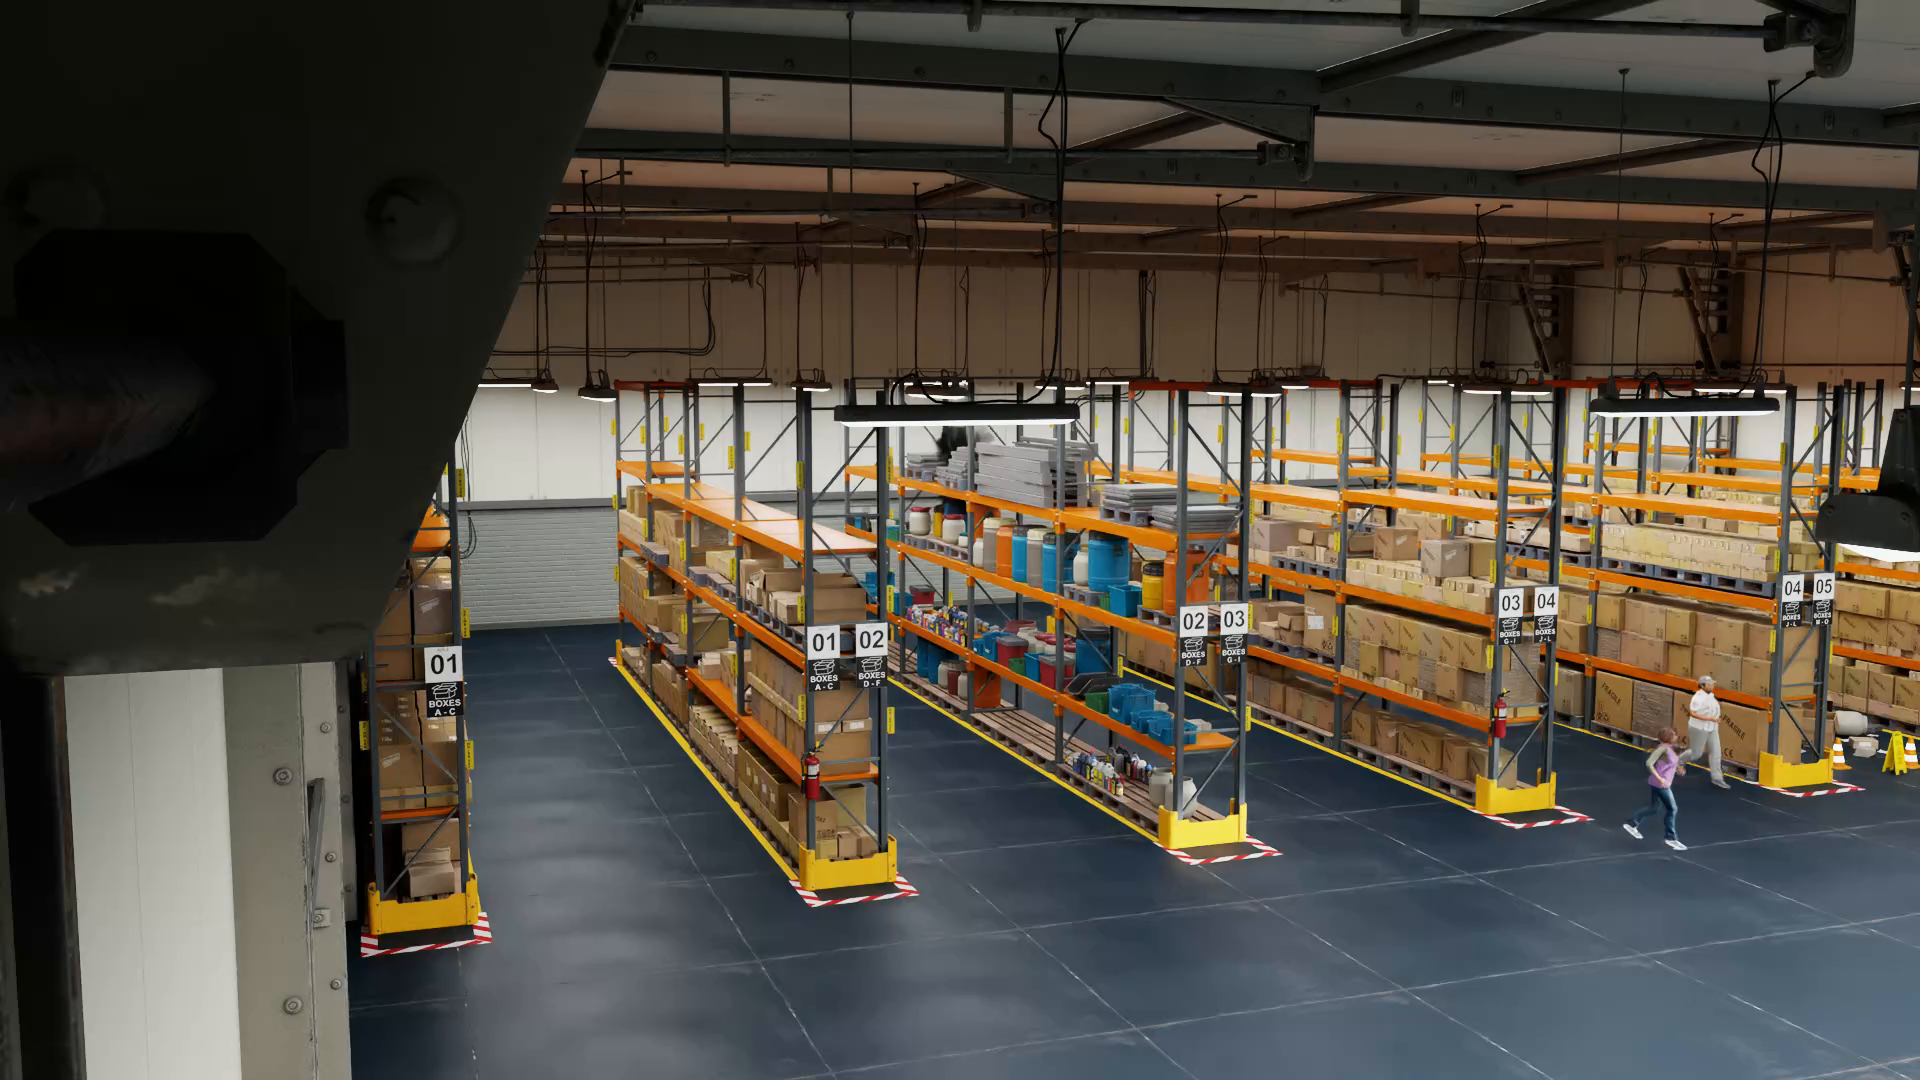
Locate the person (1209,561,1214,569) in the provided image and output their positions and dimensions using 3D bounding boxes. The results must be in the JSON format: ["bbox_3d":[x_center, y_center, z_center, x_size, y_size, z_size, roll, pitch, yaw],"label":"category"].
[{"bbox_3d":[5.900,1.284,39.740,0.750,1.713,0.616,1,6,13],"label":"person"}]

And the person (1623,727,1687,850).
[{"bbox_3d":[9.141,3.224,21.805,0.789,1.609,0.535,3,7,25],"label":"person"}]

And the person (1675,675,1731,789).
[{"bbox_3d":[11.163,2.857,25.024,0.612,1.669,0.933,-4,7,-33],"label":"person"}]
